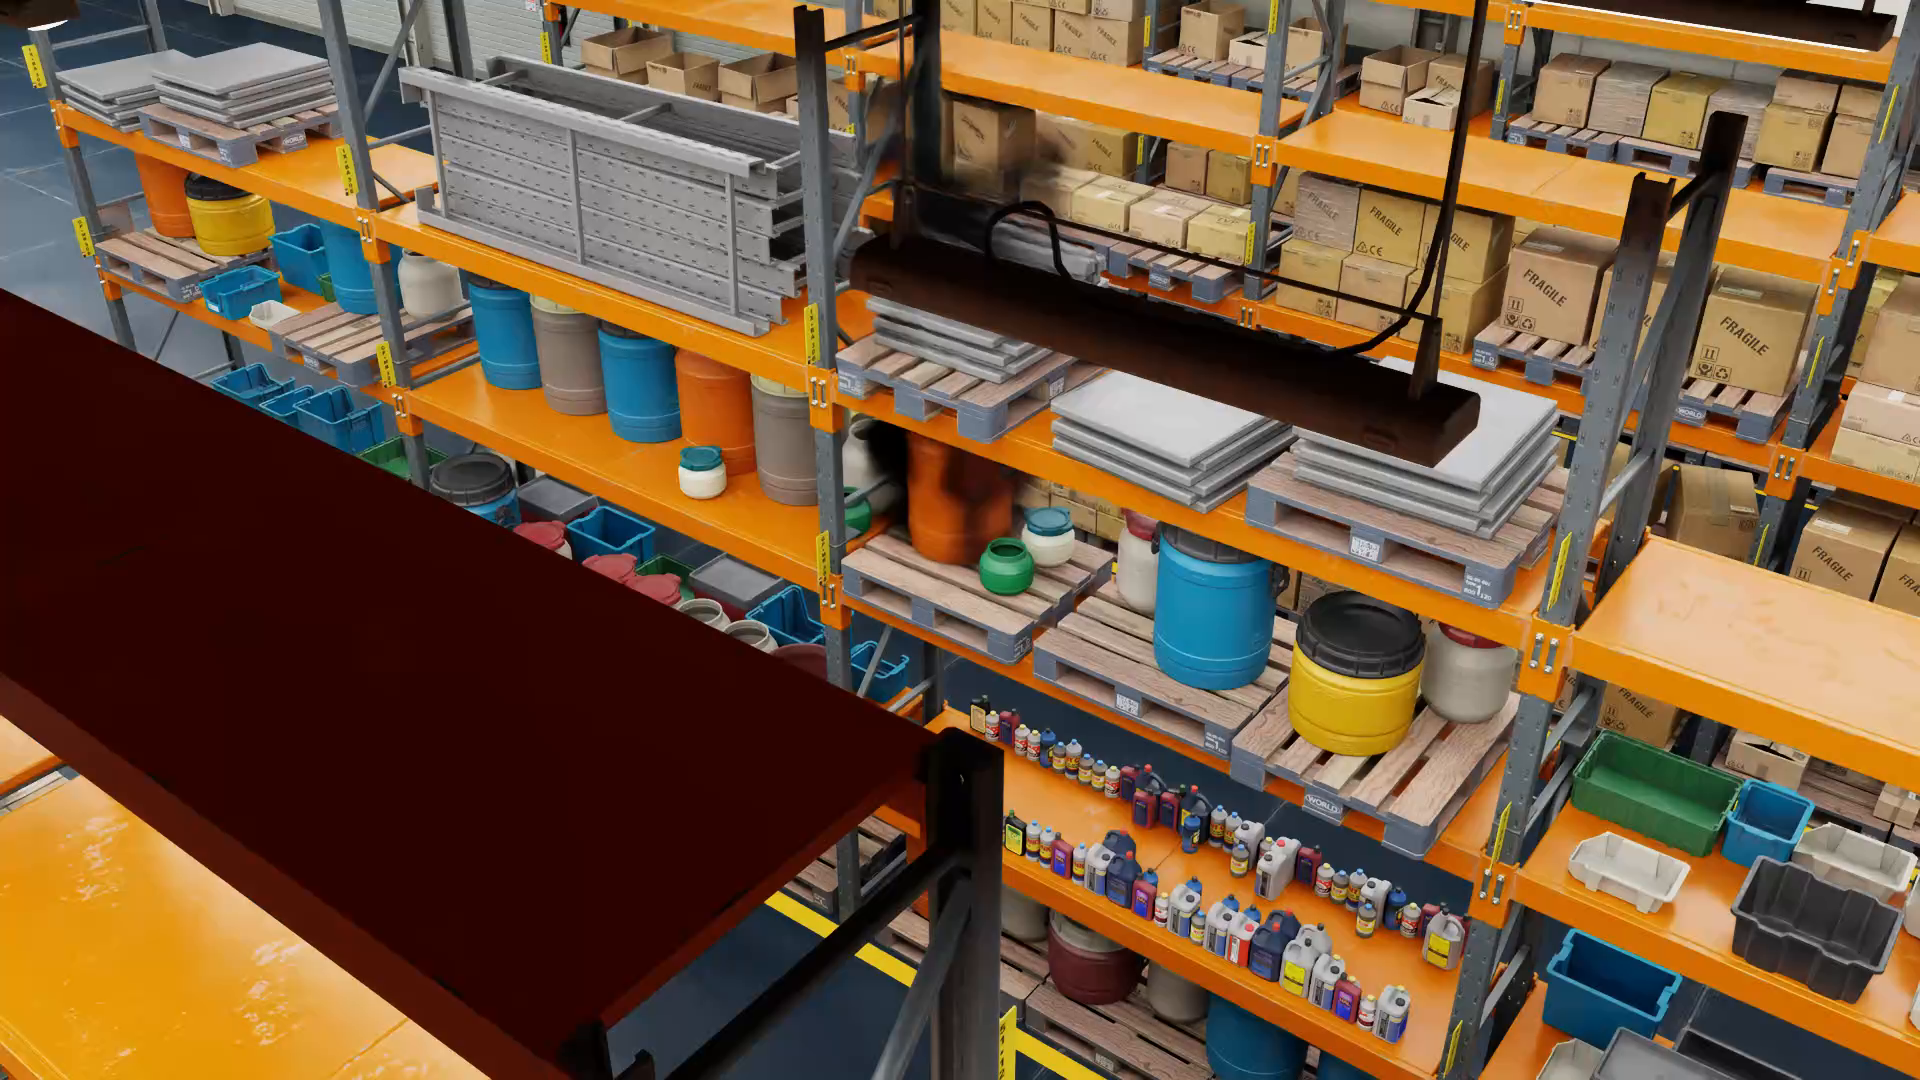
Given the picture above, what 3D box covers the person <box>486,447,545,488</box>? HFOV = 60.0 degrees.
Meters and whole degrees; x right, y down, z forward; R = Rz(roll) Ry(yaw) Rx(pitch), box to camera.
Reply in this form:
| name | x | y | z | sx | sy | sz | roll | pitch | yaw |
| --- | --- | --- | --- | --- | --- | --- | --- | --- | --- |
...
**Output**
| name | x | y | z | sx | sy | sz | roll | pitch | yaw |
| --- | --- | --- | --- | --- | --- | --- | --- | --- | --- |
| person | -4.048 | -0.830 | 15.178 | 0.640 | 1.545 | 0.709 | 13 | 34 | 20 |
